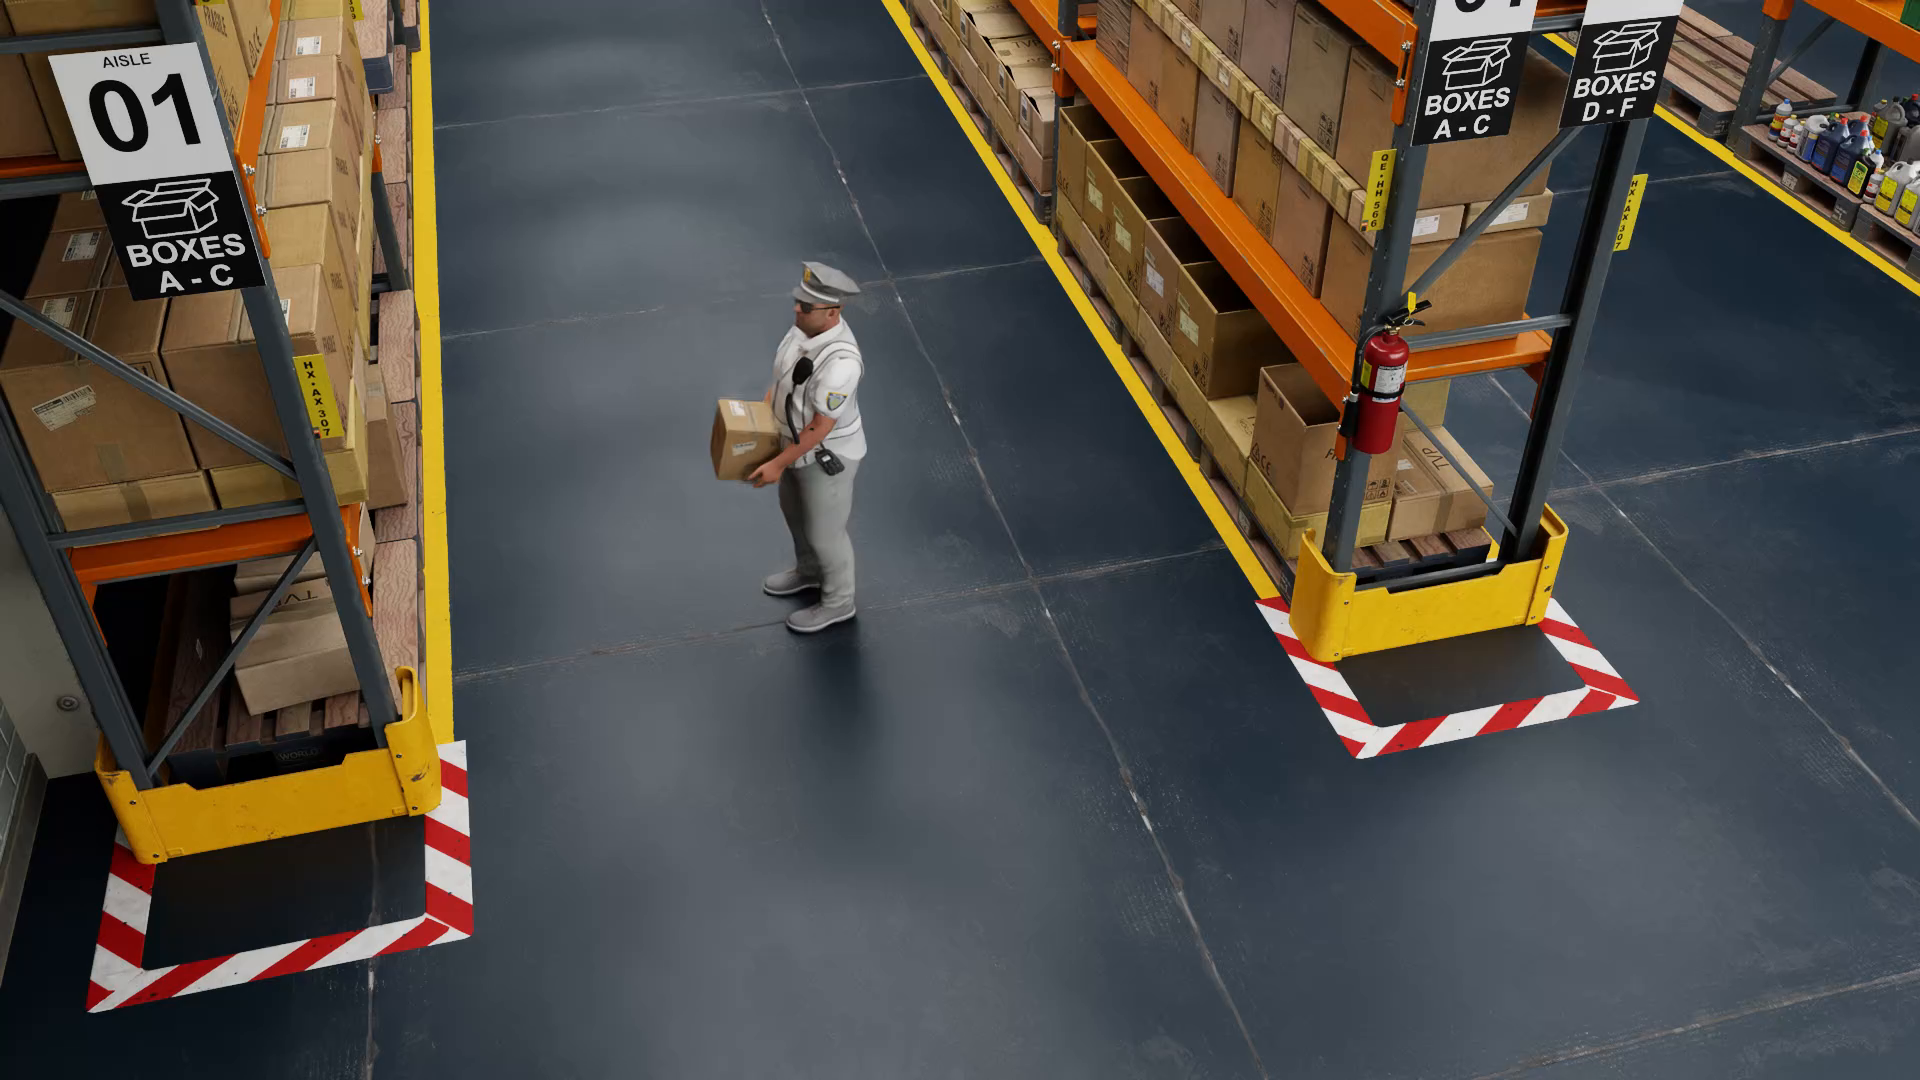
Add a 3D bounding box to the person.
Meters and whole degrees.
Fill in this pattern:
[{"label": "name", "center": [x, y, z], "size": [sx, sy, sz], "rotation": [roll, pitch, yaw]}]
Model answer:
[{"label": "person", "center": [-0.688, -0.385, 7.175], "size": [0.552, 1.782, 0.534], "rotation": [-15, 40, -18]}]
